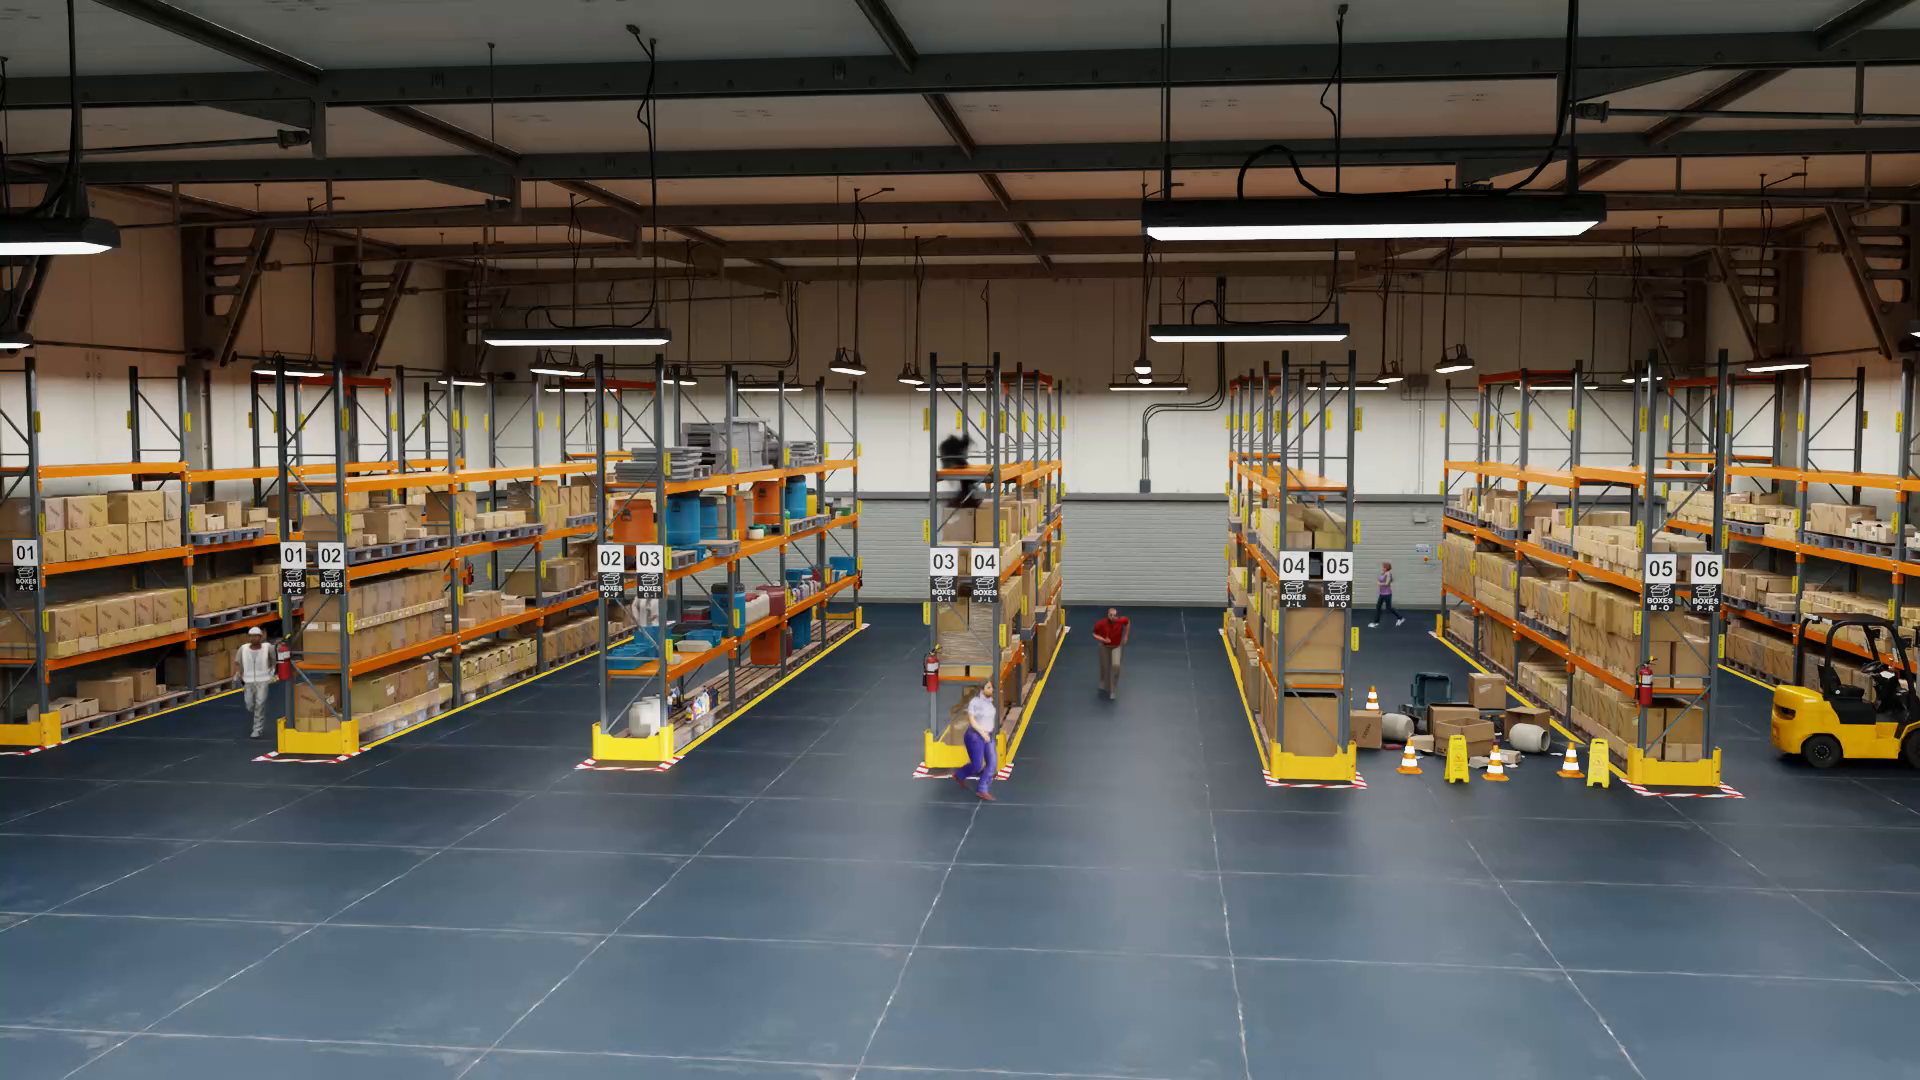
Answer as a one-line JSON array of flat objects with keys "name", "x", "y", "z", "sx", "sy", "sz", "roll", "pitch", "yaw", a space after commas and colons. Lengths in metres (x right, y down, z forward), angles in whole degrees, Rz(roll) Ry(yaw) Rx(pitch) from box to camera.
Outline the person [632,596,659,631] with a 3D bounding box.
[{"name": "person", "x": -6.404, "y": 1.747, "z": 34.242, "sx": 0.707, "sy": 1.711, "sz": 0.792, "roll": -1, "pitch": 4, "yaw": -7}]

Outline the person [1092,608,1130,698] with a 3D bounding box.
[{"name": "person", "x": 2.757, "y": 2.057, "z": 30.553, "sx": 0.708, "sy": 1.699, "sz": 1.017, "roll": 0, "pitch": 4, "yaw": -4}]

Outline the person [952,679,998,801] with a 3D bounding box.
[{"name": "person", "x": 0.183, "y": 2.643, "z": 22.188, "sx": 0.699, "sy": 1.627, "sz": 0.599, "roll": 3, "pitch": 5, "yaw": 37}]

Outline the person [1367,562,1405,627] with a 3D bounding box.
[{"name": "person", "x": 10.346, "y": 1.327, "z": 40.359, "sx": 0.888, "sy": 1.592, "sz": 0.545, "roll": 0, "pitch": 4, "yaw": 1}]

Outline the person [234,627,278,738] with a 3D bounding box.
[{"name": "person", "x": -11.258, "y": 2.256, "z": 26.658, "sx": 0.688, "sy": 1.748, "sz": 0.814, "roll": -1, "pitch": 4, "yaw": -10}]
